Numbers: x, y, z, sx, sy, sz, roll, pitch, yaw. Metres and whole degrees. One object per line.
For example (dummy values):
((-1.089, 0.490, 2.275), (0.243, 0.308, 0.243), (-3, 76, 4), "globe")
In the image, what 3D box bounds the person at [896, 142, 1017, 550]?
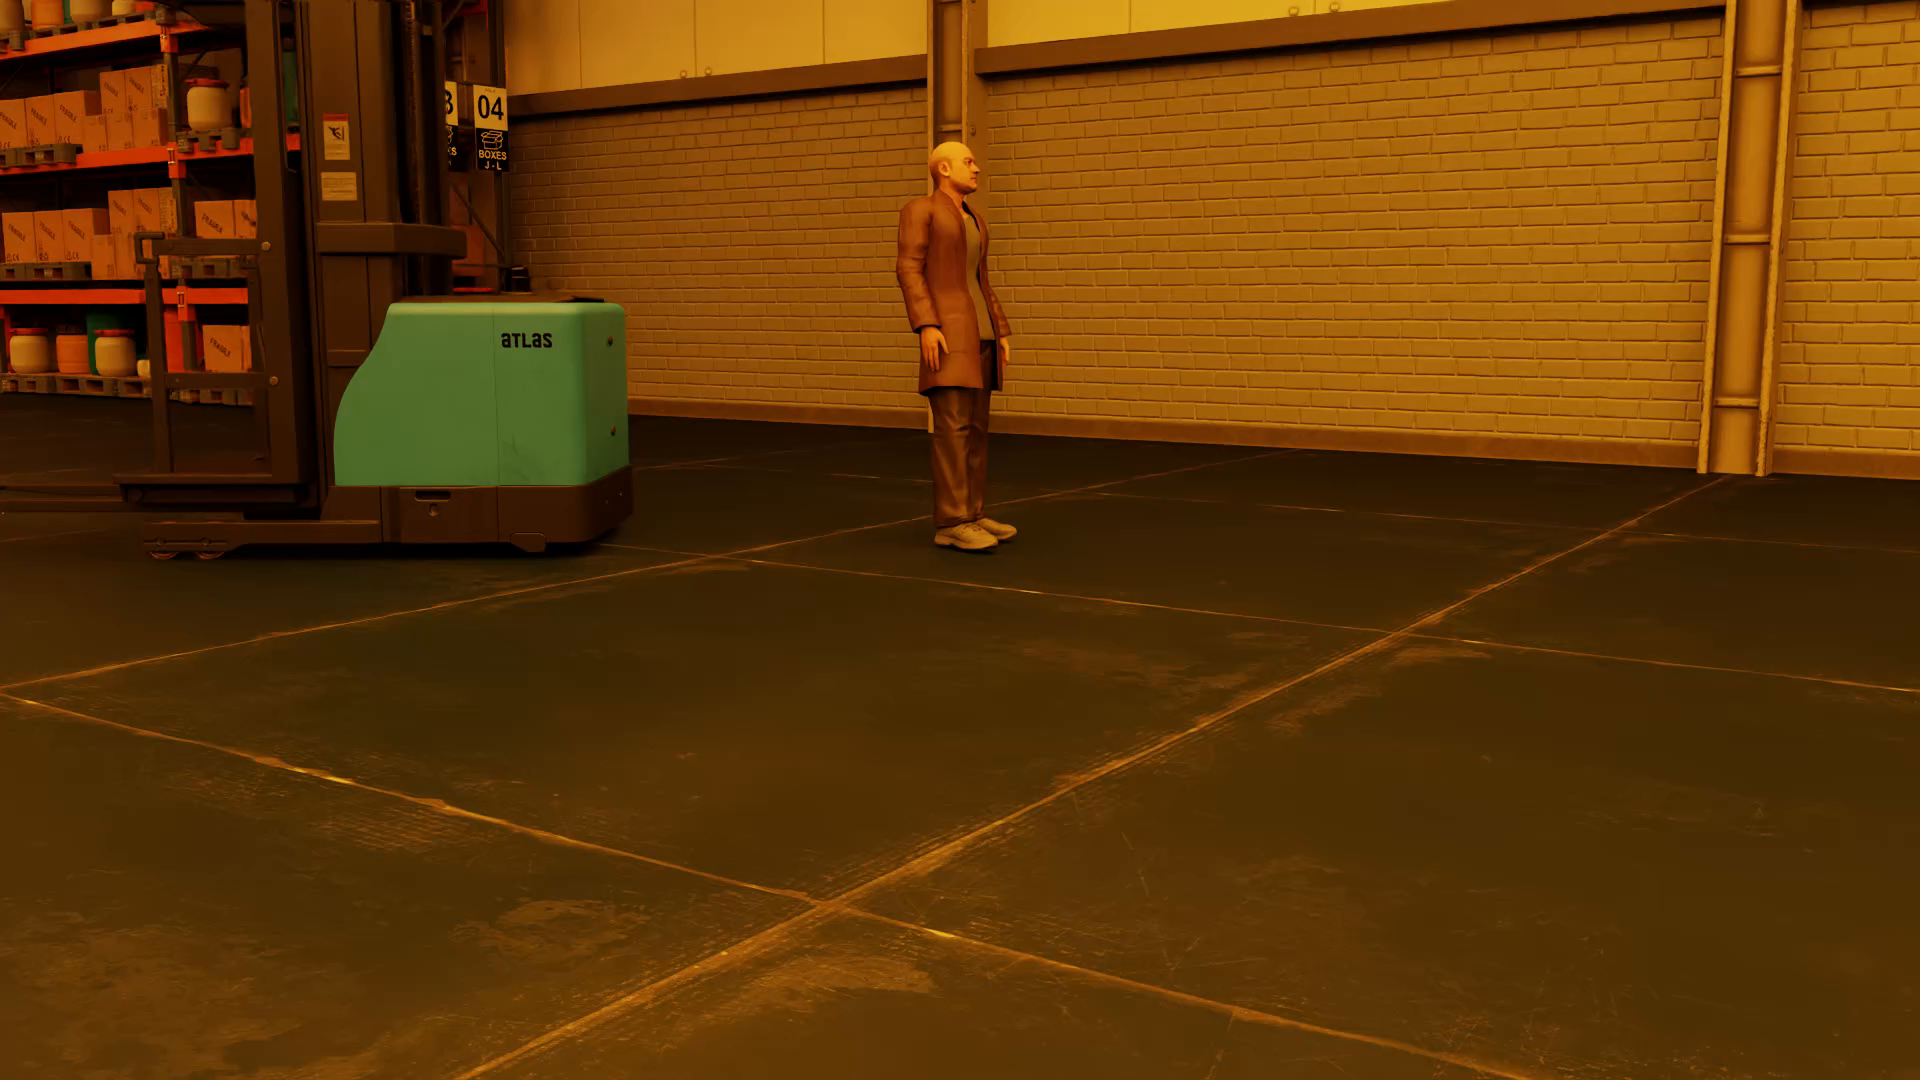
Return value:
((0.074, -0.879, 7.423), (0.579, 1.778, 0.696), (5, 10, 34), "person")

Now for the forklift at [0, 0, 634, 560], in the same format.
((-3.078, -1.443, 7.339), (3.031, 2.935, 1.130), (0, 8, 0), "forklift")
